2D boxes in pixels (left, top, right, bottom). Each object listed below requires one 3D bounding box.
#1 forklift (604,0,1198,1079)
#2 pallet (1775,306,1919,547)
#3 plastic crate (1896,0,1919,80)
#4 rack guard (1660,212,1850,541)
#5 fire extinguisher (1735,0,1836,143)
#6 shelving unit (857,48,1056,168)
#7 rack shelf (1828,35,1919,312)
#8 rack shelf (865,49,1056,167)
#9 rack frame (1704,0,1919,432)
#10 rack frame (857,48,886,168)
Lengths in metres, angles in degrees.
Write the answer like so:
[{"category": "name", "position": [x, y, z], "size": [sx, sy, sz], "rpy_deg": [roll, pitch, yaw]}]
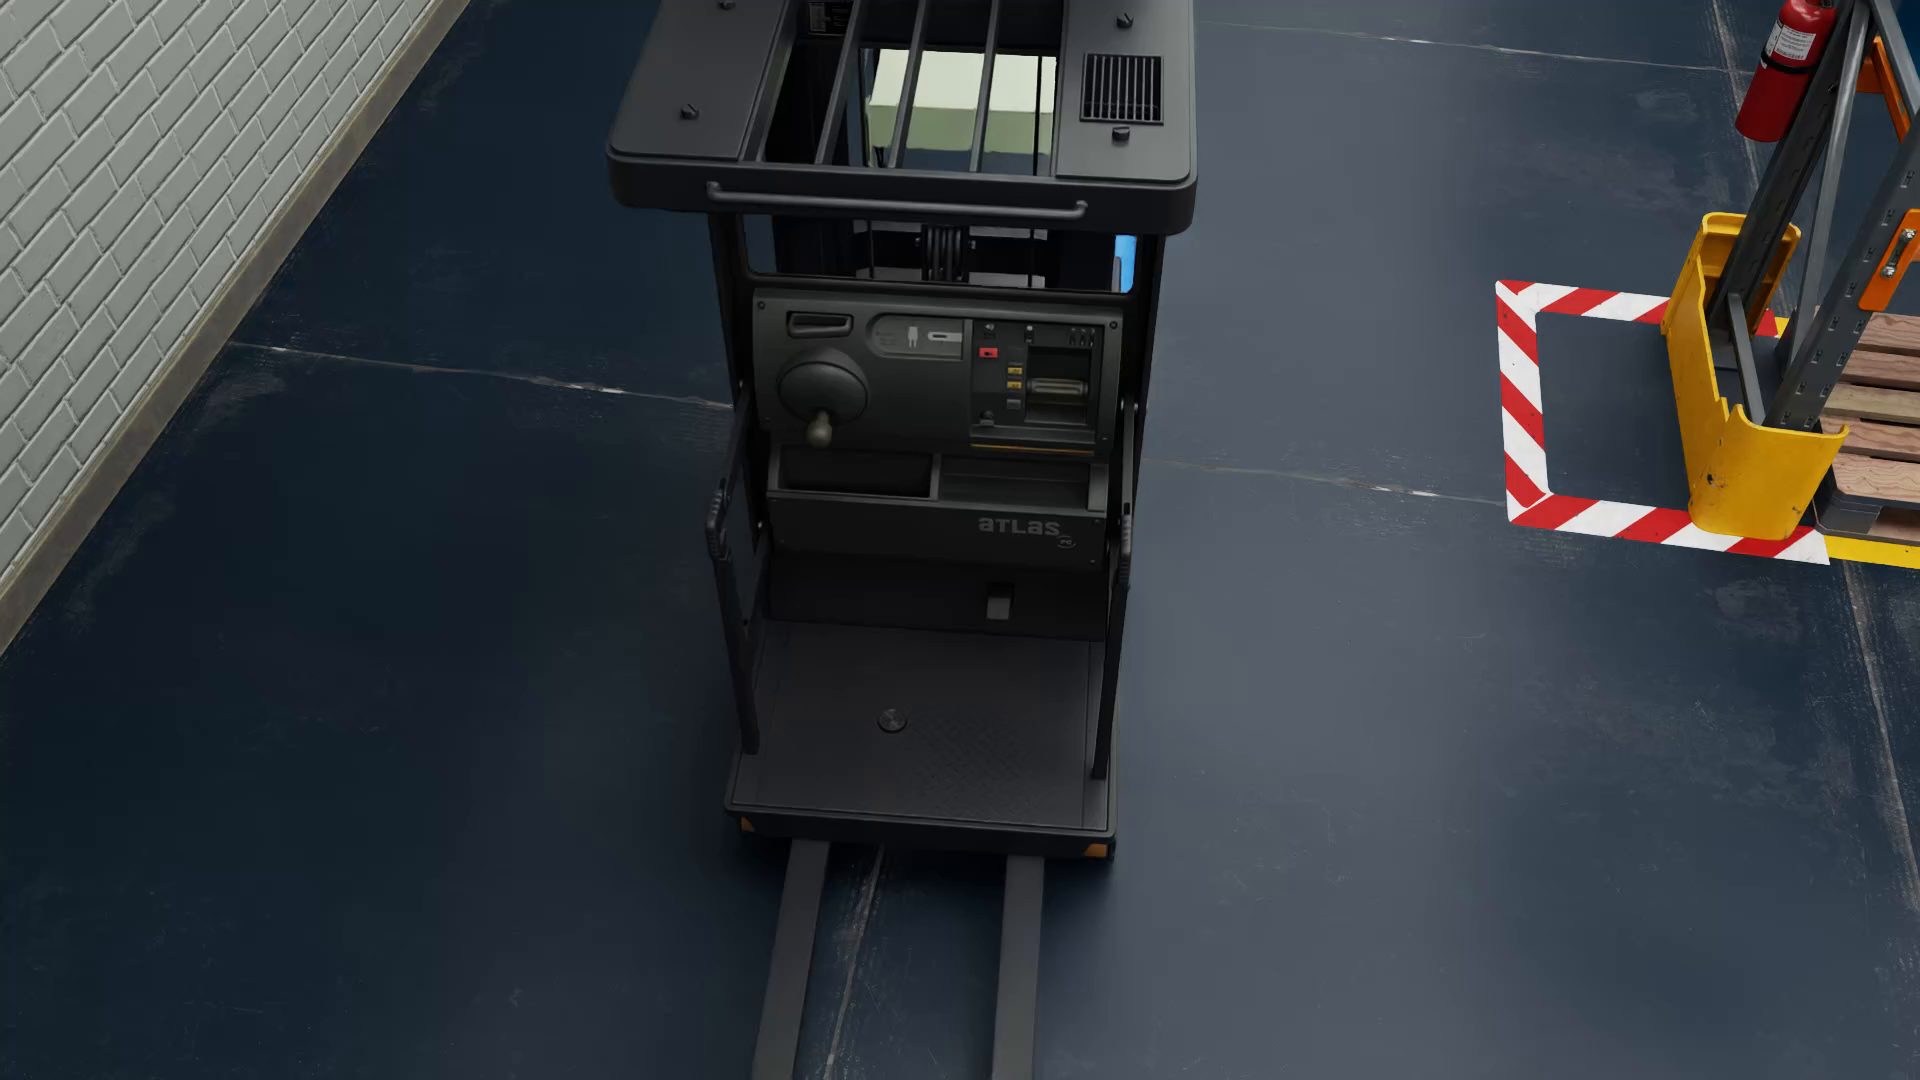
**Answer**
[{"category": "forklift", "position": [-0.077, -0.315, 4.062], "size": [1.130, 2.935, 3.031], "rpy_deg": [4, 48, 3]}, {"category": "pallet", "position": [3.648, -0.378, 5.948], "size": [1.213, 0.211, 1.003], "rpy_deg": [8, 49, 7]}, {"category": "plastic crate", "position": [3.206, -1.572, 5.082], "size": [0.499, 0.435, 0.616], "rpy_deg": [8, 49, 7]}, {"category": "rack guard", "position": [2.817, -0.606, 5.958], "size": [0.348, 0.500, 1.175], "rpy_deg": [8, 49, 7]}, {"category": "fire extinguisher", "position": [2.775, -1.650, 5.518], "size": [0.183, 0.674, 0.296], "rpy_deg": [8, 49, 7]}, {"category": "shelving unit", "position": [0.075, -1.136, 5.763], "size": [0.755, 1.500, 0.431], "rpy_deg": [3, 48, 3]}, {"category": "rack shelf", "position": [4.811, -0.943, 5.064], "size": [4.000, 0.370, 1.077], "rpy_deg": [8, 49, 7]}, {"category": "rack shelf", "position": [0.075, -1.397, 5.473], "size": [0.720, 0.370, 0.431], "rpy_deg": [3, 48, 3]}, {"category": "rack frame", "position": [2.843, -1.448, 5.034], "size": [0.127, 3.000, 1.000], "rpy_deg": [8, 49, 7]}, {"category": "rack frame", "position": [-0.290, -1.157, 5.781], "size": [0.023, 1.500, 0.400], "rpy_deg": [3, 48, 3]}]
